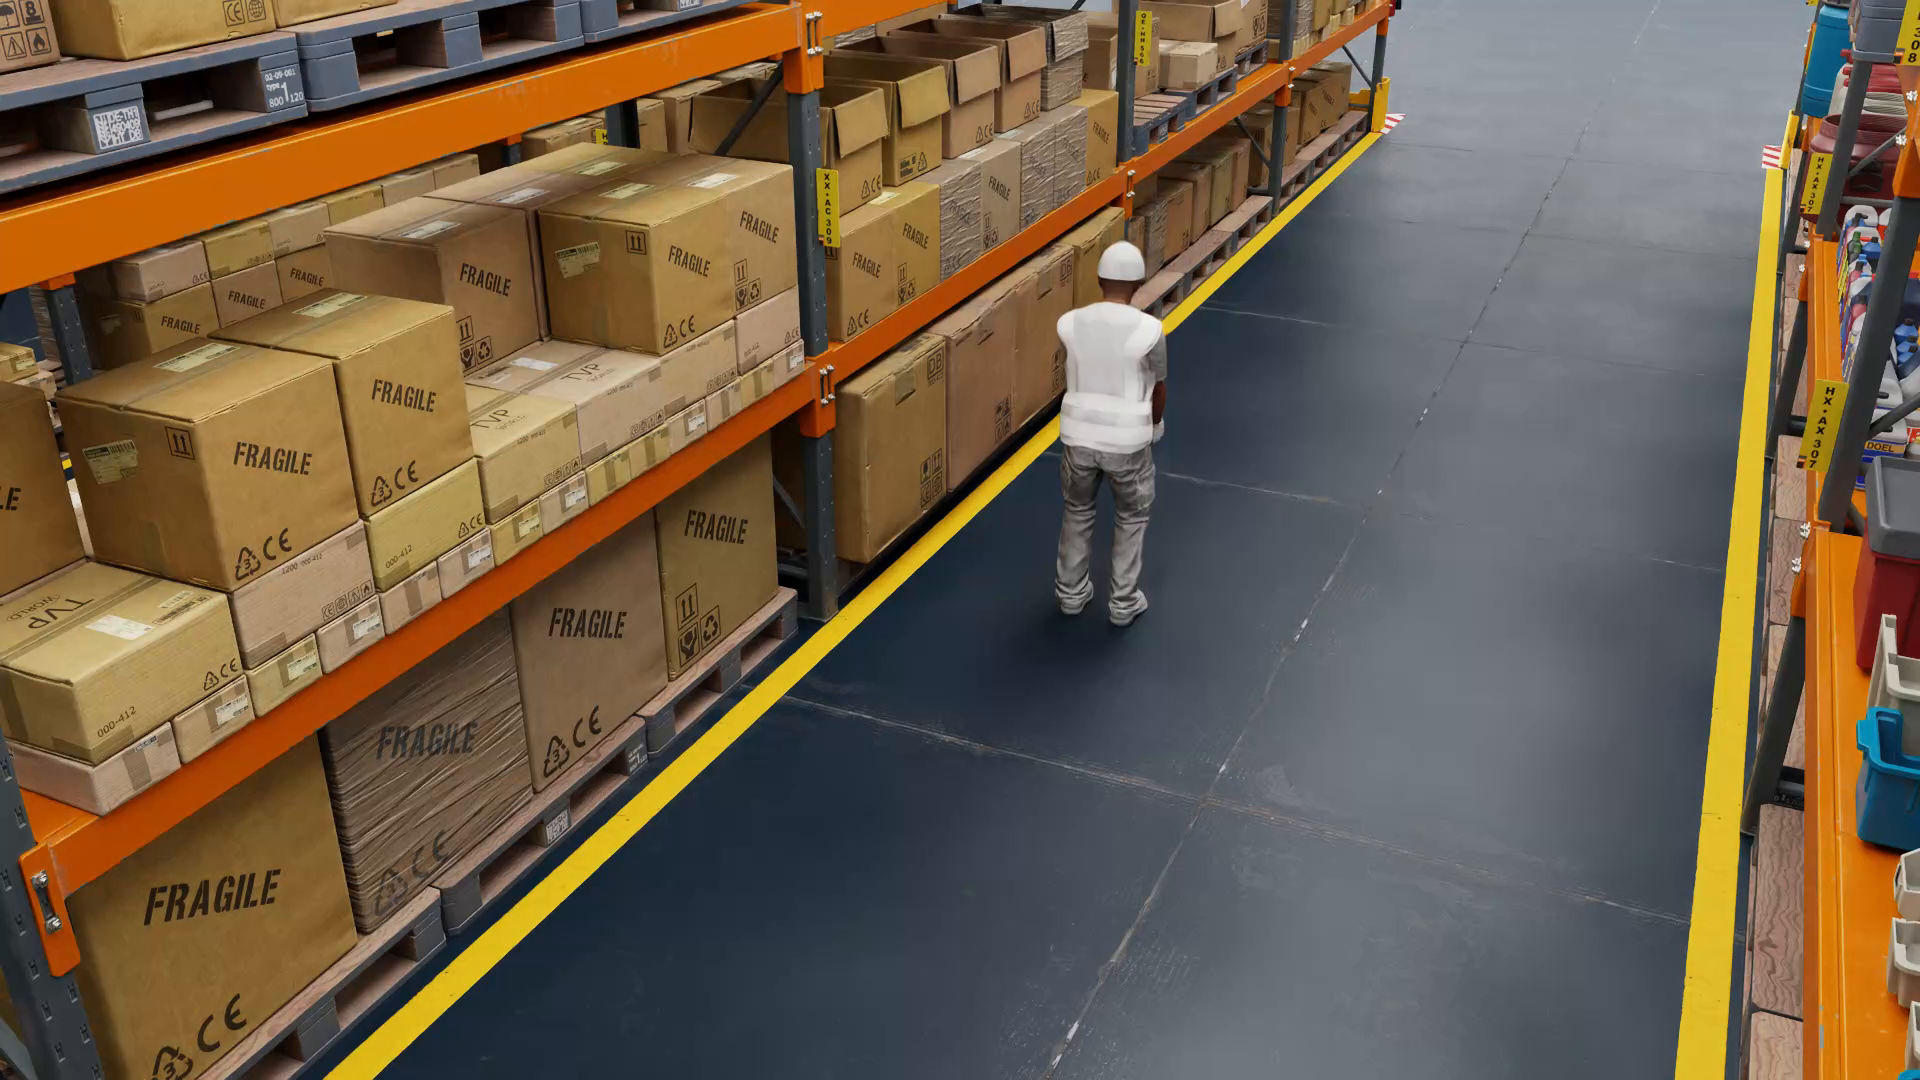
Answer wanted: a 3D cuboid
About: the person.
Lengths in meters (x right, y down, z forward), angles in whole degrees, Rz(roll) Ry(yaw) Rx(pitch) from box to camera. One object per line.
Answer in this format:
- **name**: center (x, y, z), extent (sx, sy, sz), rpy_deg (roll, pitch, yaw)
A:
- **person**: center (0.695, -0.497, 7.637), extent (0.487, 1.761, 0.604), rpy_deg (11, 28, 21)
